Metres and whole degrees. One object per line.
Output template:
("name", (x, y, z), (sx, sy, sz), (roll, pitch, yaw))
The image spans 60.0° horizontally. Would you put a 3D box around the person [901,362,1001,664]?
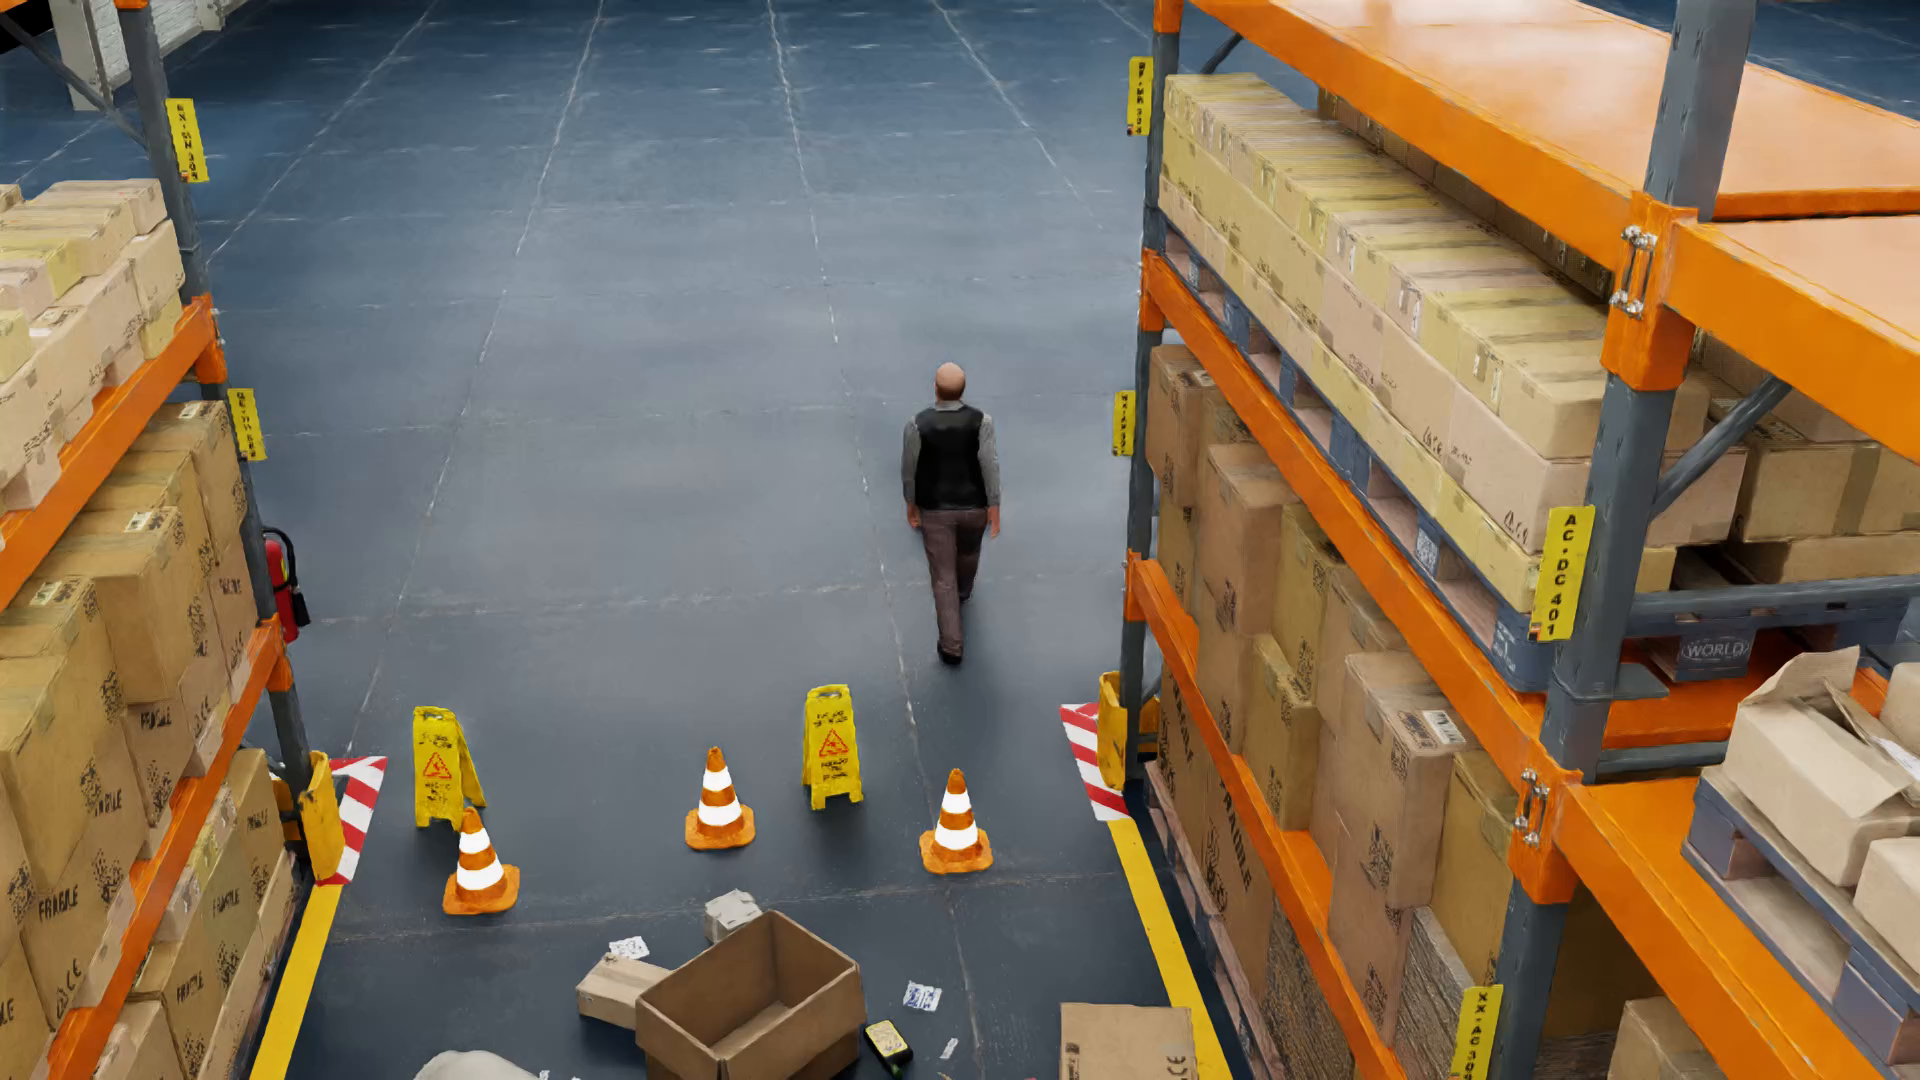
("person", (-0.069, -0.240, 9.621), (0.553, 1.652, 1.072), (-5, 27, -9))
